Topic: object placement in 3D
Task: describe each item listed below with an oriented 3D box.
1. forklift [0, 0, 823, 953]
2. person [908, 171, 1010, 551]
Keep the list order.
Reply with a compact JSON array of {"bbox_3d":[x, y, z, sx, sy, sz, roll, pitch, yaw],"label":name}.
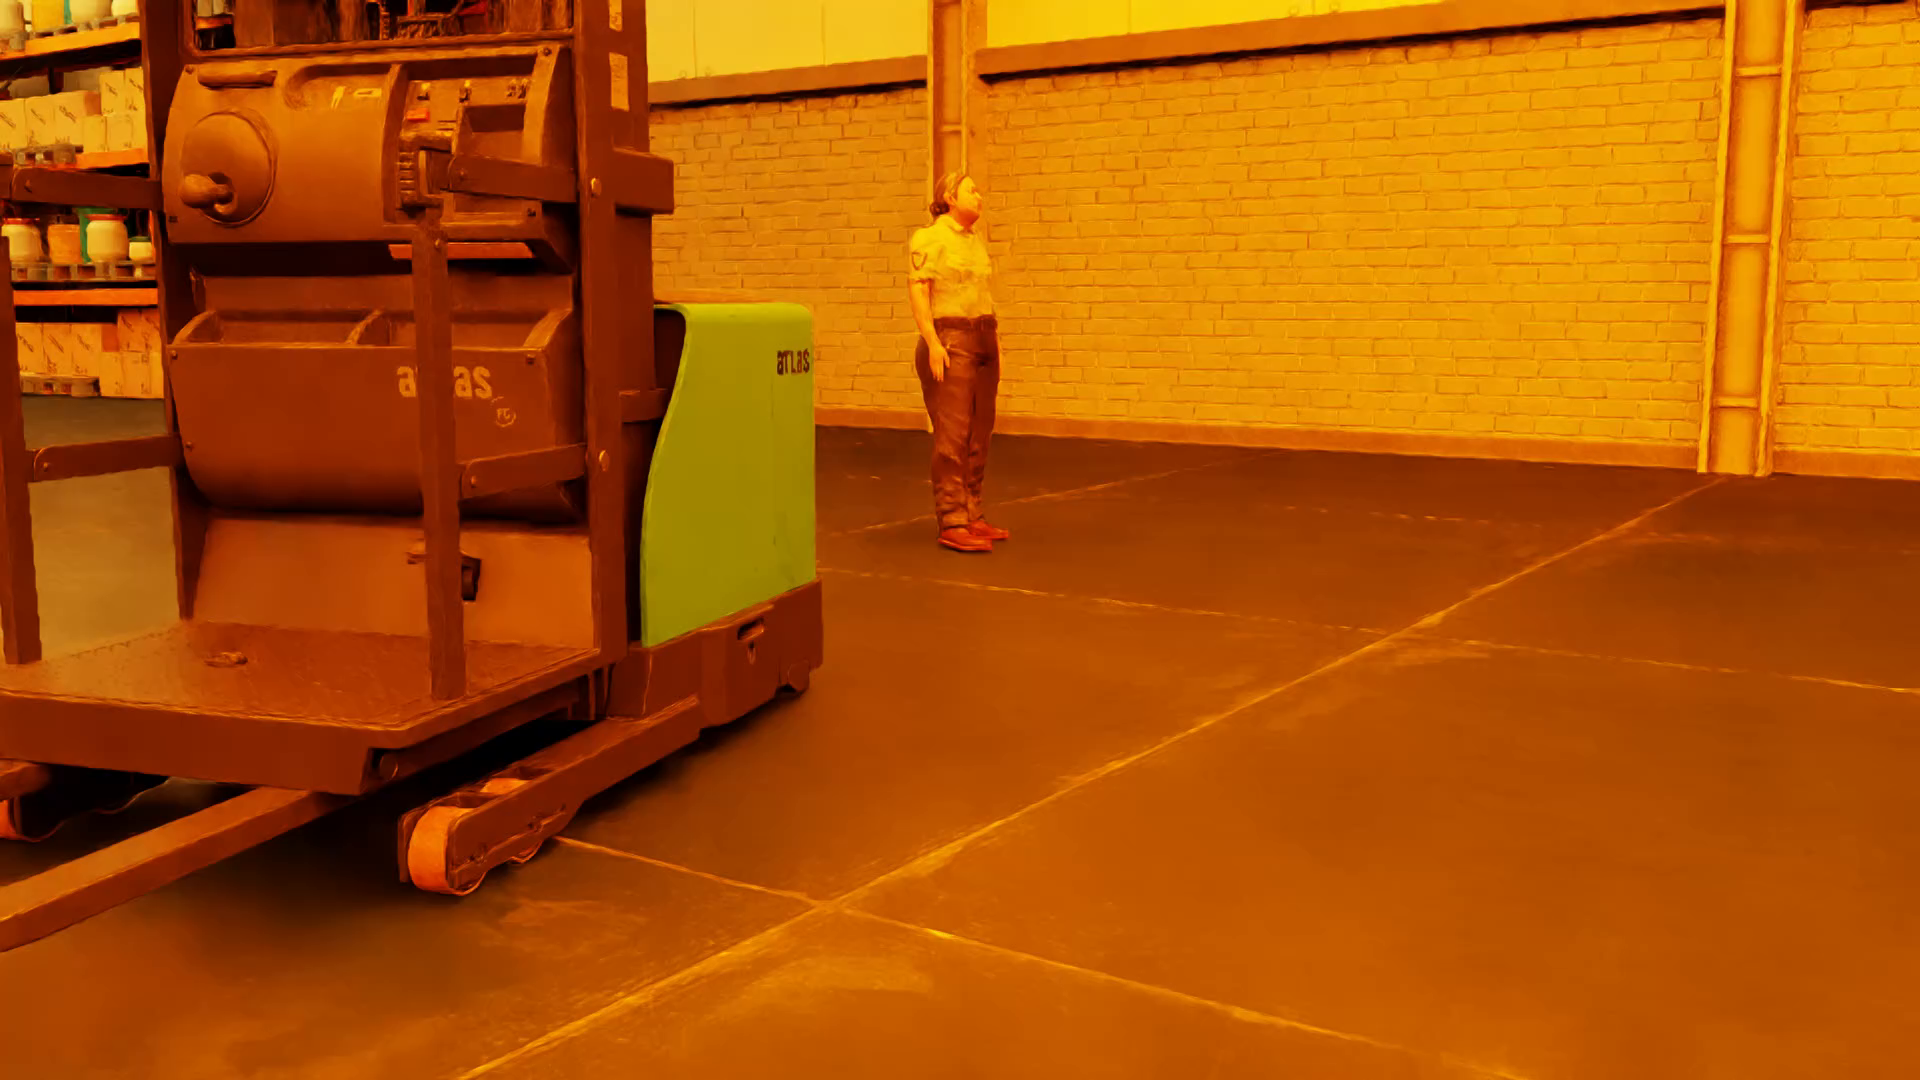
[{"bbox_3d":[-1.319,-0.864,3.266,1.130,2.935,3.031,3,8,18],"label":"forklift"},{"bbox_3d":[0.062,-0.808,7.419,0.502,1.640,0.599,5,10,34],"label":"person"}]
